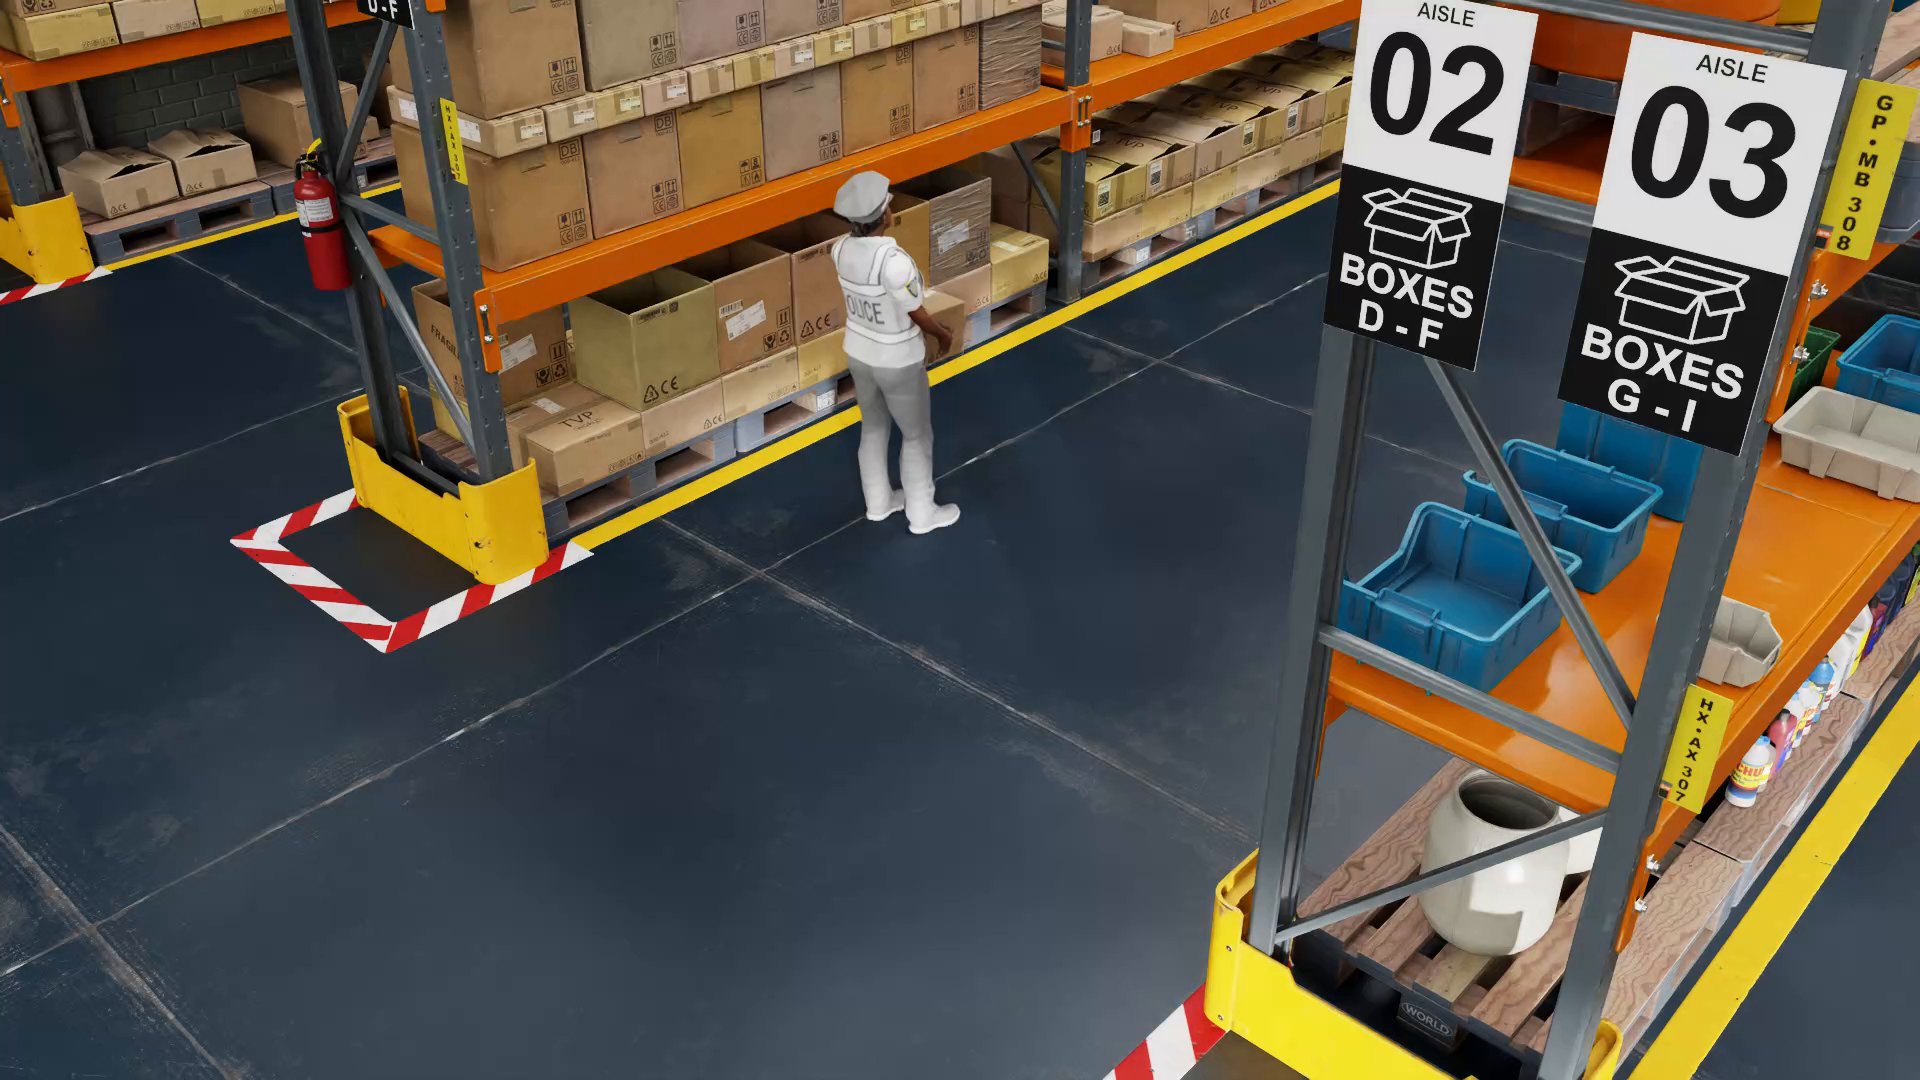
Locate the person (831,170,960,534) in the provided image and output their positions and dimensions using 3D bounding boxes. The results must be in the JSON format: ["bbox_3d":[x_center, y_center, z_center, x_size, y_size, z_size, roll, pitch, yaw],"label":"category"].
[{"bbox_3d":[-0.291,-0.839,7.463,0.488,1.703,0.511,25,40,35],"label":"person"}]
